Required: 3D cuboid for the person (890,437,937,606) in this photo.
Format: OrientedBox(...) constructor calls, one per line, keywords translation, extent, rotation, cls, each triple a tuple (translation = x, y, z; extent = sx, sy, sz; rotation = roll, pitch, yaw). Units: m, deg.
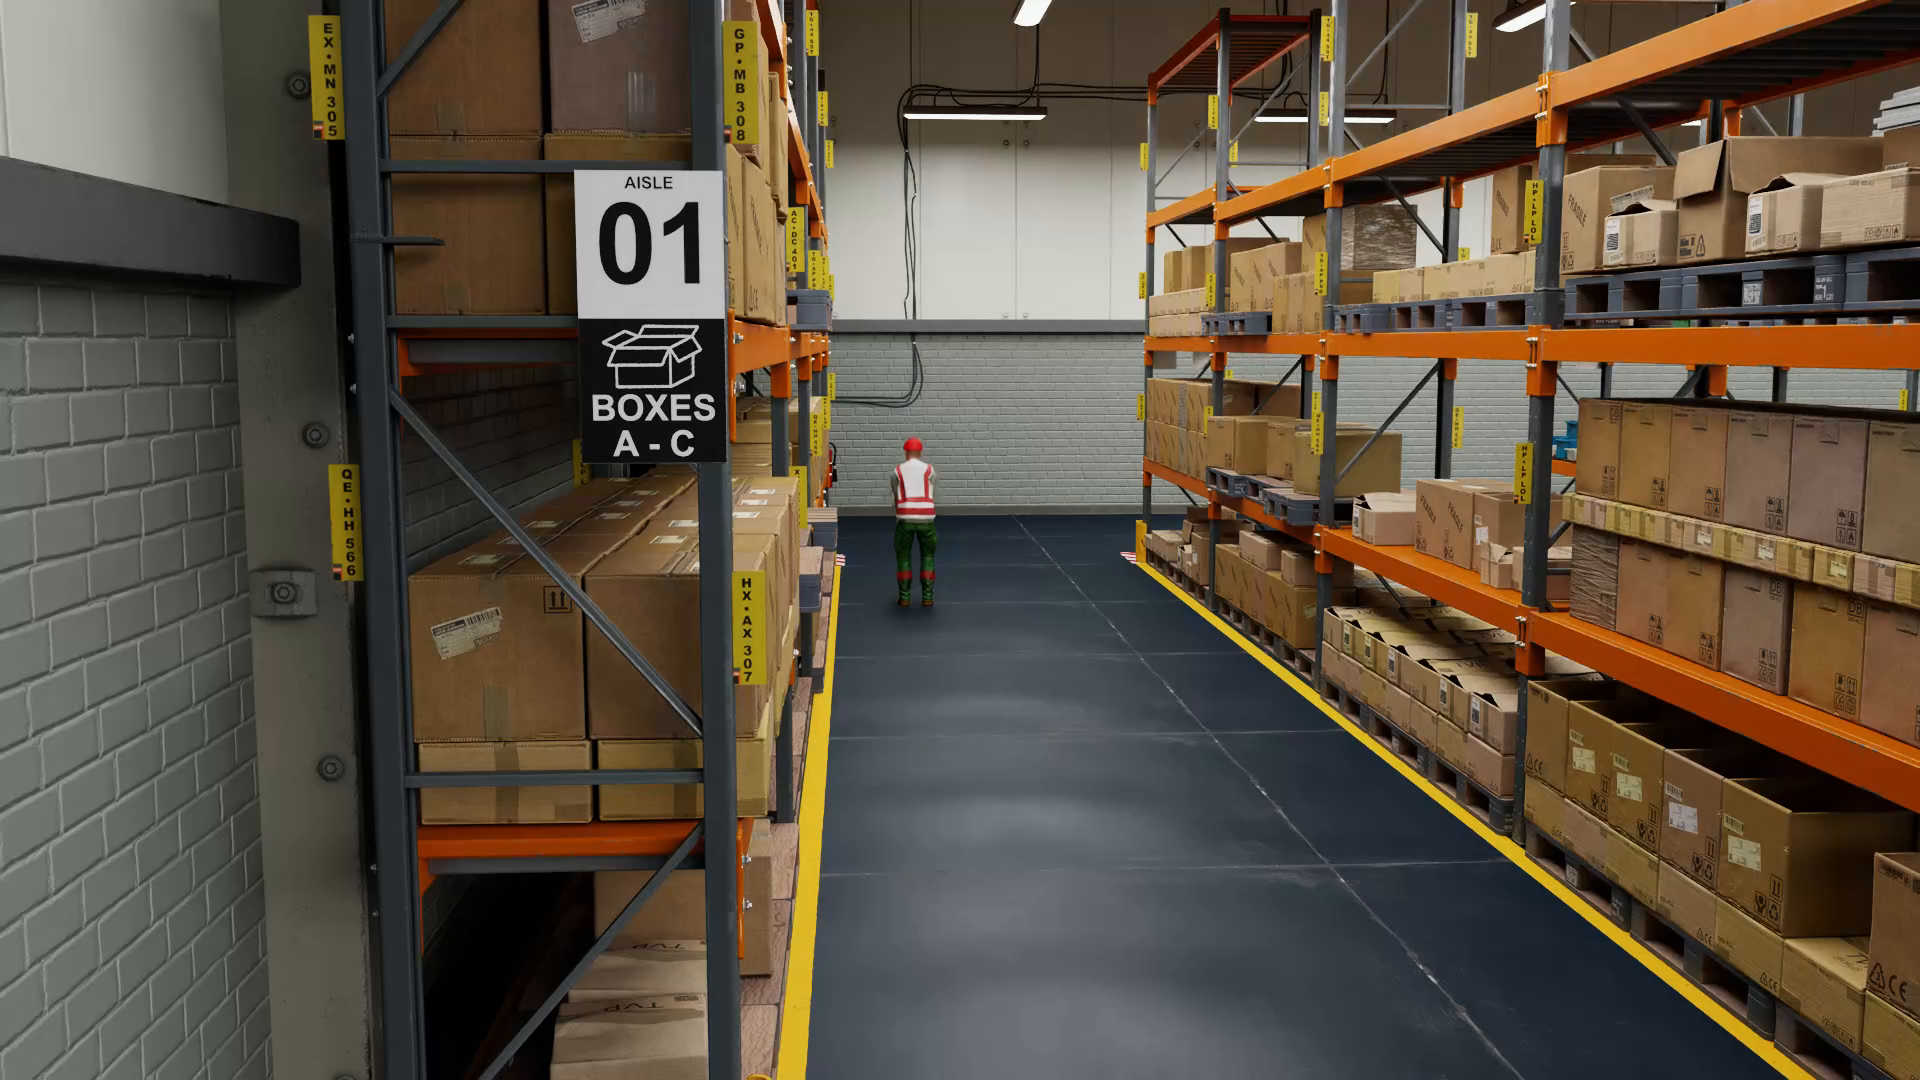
OrientedBox(translation=(-0.486, -0.206, 17.485), extent=(0.491, 1.760, 0.583), rotation=(-1, 7, -5), cls="person")
